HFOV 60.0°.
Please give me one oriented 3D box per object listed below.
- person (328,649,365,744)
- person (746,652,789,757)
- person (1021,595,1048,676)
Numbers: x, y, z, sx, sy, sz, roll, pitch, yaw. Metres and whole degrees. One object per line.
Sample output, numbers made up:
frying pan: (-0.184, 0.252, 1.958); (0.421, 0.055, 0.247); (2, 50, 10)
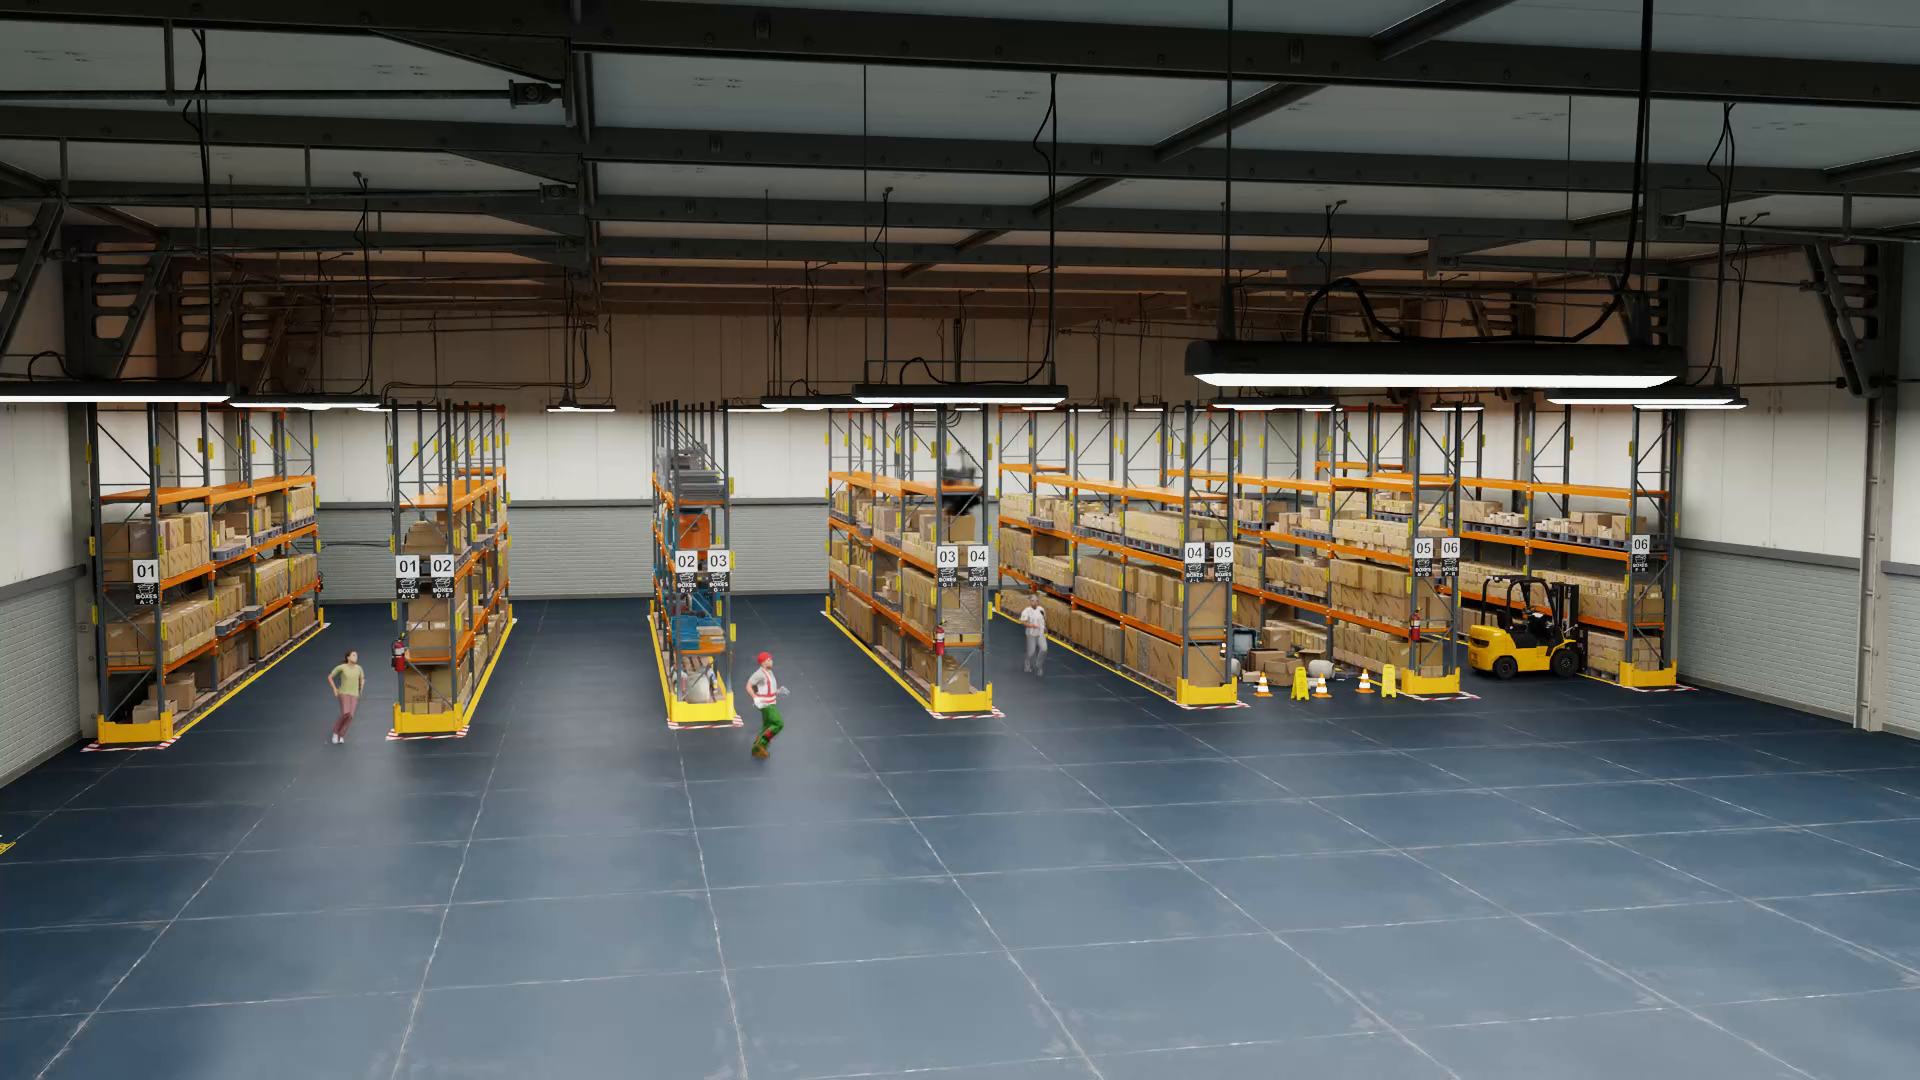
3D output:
person: (-10.661, 2.729, 29.031); (0.648, 1.608, 0.542); (-4, 6, -40)
person: (-3.173, 2.740, 27.664); (0.653, 1.744, 0.655); (1, 4, 9)
person: (1.650, 2.103, 36.640); (0.665, 1.813, 0.723); (-1, 5, -19)
